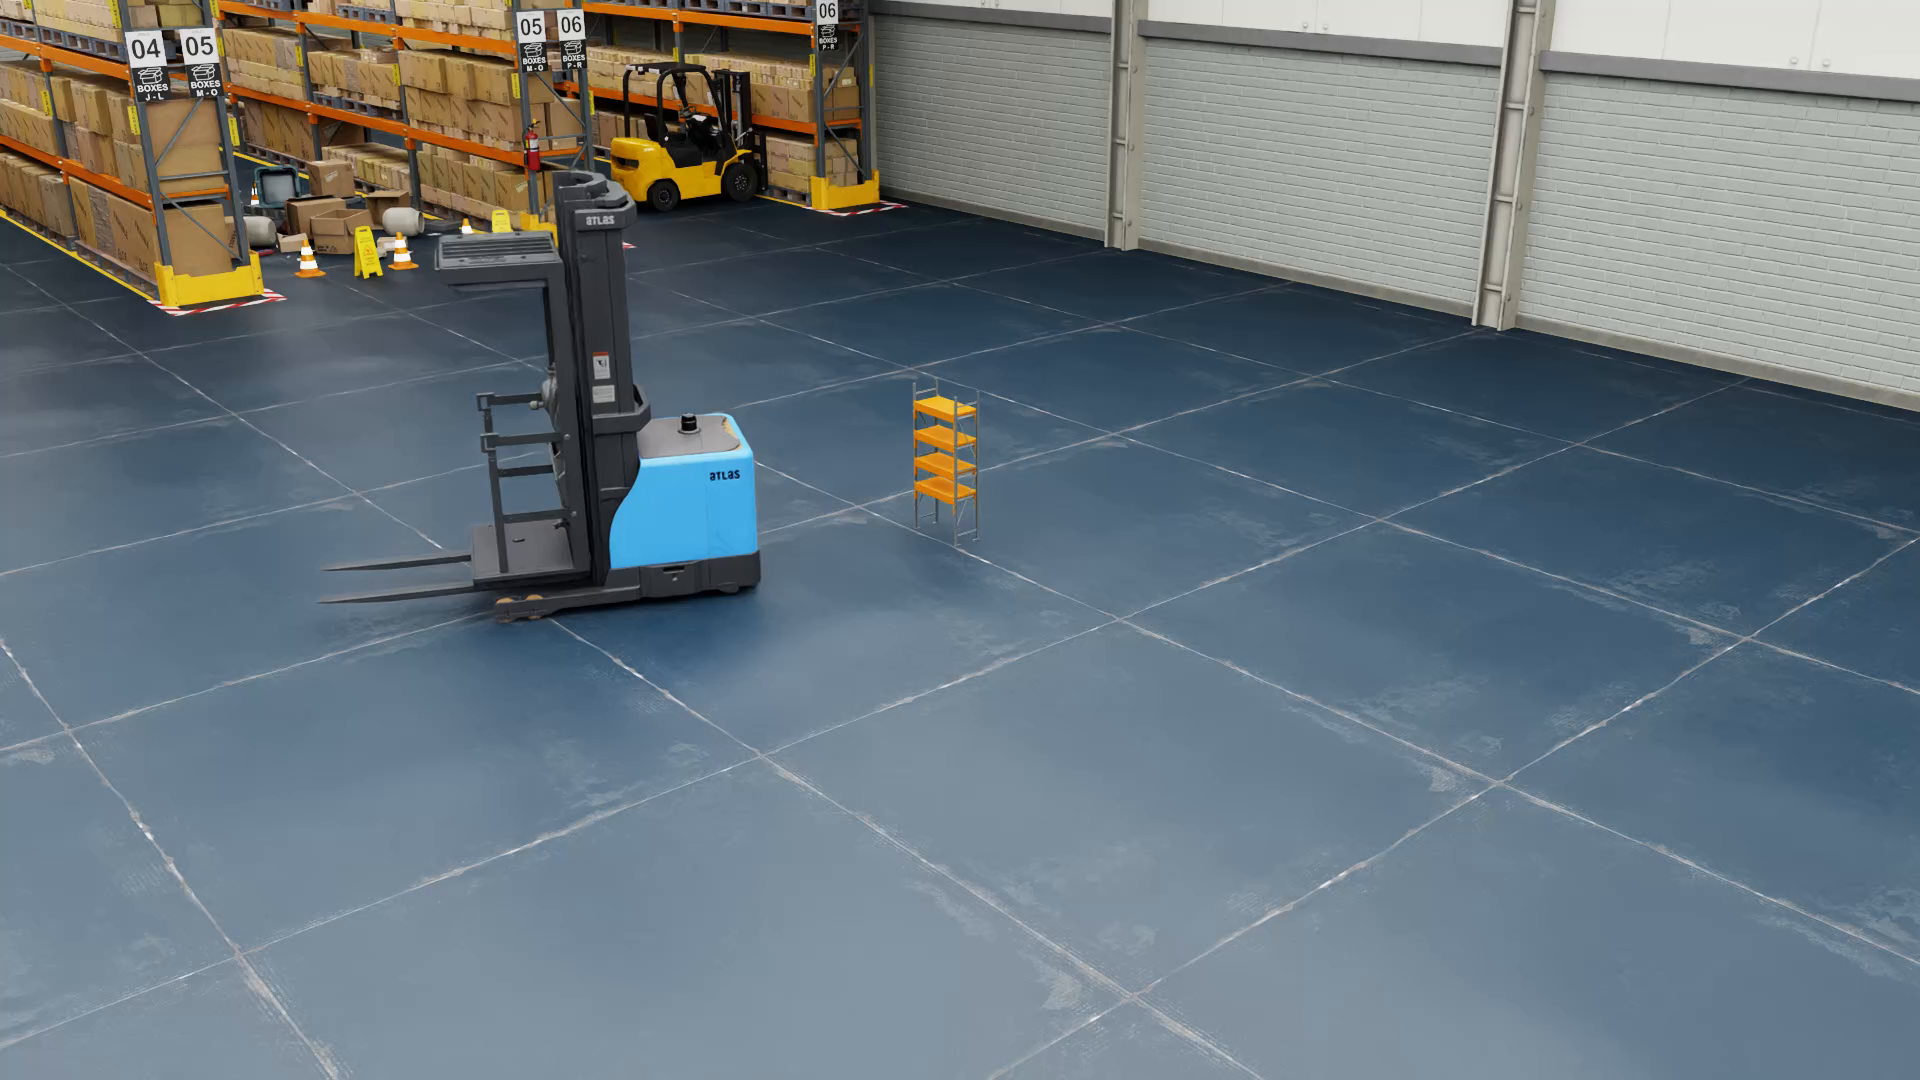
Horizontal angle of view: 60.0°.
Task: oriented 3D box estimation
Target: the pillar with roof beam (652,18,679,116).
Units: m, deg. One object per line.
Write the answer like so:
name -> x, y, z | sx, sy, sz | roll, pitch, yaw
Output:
pillar with roof beam -> -8.801, -10.634, 27.794 | 9.100, 9.000, 0.400 | -17, 27, -37

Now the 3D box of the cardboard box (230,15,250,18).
cardboard box -> -13.830, -10.024, 32.066 | 0.380, 0.149, 0.250 | -18, 28, -38

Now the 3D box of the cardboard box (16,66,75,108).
cardboard box -> -13.228, -6.586, 24.177 | 0.700, 0.500, 0.500 | -18, 28, -38

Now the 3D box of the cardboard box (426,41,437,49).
cardboard box -> -11.191, -10.685, 35.950 | 0.500, 0.250, 0.500 | -18, 28, -39

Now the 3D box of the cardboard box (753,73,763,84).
cardboard box -> -3.146, -7.527, 27.061 | 0.380, 0.149, 0.250 | -17, 27, -37

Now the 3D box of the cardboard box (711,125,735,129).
cardboard box -> -4.058, -6.934, 28.399 | 0.500, 0.250, 0.500 | -17, 27, -37

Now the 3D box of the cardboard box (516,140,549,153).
cardboard box -> -6.015, -5.553, 23.393 | 0.380, 0.149, 0.250 | -16, 27, -36

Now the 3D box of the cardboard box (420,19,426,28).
cardboard box -> -7.829, -7.730, 24.839 | 0.380, 0.149, 0.250 | -17, 27, -37

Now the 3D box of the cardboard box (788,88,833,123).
cardboard box -> -2.372, -6.920, 26.403 | 0.500, 0.500, 0.500 | -18, 28, -39

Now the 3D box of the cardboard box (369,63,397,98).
cardboard box -> -9.020, -7.313, 26.422 | 0.500, 0.500, 0.500 | -17, 27, -37

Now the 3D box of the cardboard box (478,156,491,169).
cardboard box -> -6.782, -5.499, 24.188 | 0.380, 0.149, 0.250 | -17, 27, -37

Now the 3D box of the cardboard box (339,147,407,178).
cardboard box -> -9.982, -6.439, 28.339 | 0.950, 0.372, 0.625 | -18, 28, -38

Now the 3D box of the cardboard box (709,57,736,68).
cardboard box -> -3.976, -8.019, 27.911 | 0.380, 0.149, 0.250 | -17, 27, -36

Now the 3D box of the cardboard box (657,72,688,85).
cardboard box -> -4.977, -8.143, 29.182 | 0.500, 0.250, 0.500 | -18, 28, -39

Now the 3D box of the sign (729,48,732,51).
sign -> -4.043, -8.478, 29.221 | 0.100, 0.325, 0.005 | -17, 27, -37

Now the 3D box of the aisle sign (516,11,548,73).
aisle sign -> -5.789, -6.742, 22.520 | 0.394, 0.787, 0.004 | -17, 27, -37

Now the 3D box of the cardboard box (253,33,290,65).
cardboard box -> -12.352, -8.841, 29.935 | 0.500, 0.500, 0.500 | -18, 28, -38

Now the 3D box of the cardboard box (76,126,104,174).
cardboard box -> -11.015, -5.163, 21.848 | 0.875, 0.550, 0.550 | -17, 27, -37

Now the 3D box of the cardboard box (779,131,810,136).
cardboard box -> -2.669, -6.637, 27.639 | 0.500, 0.250, 0.500 | -18, 27, -38

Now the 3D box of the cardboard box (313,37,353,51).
cardboard box -> -10.968, -8.535, 29.153 | 0.500, 0.500, 0.500 | -19, 28, -39

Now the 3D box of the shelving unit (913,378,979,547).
shelving unit -> -0.108, -0.604, 12.882 | 0.258, 1.200, 0.503 | -17, 27, -37

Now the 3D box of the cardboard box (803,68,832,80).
cardboard box -> -2.245, -7.336, 26.167 | 0.380, 0.149, 0.250 | -17, 27, -37

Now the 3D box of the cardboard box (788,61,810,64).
cardboard box -> -2.578, -7.720, 27.146 | 0.380, 0.149, 0.250 | -16, 27, -36

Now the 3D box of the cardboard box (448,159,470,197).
cardboard box -> -7.344, -5.471, 25.006 | 0.500, 0.500, 0.500 | -16, 26, -35

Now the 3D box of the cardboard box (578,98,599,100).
cardboard box -> -7.331, -8.642, 32.898 | 0.380, 0.149, 0.250 | -16, 27, -36

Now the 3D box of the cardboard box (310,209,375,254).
cardboard box -> -8.674, -4.338, 23.369 | 0.637, 0.503, 0.797 | 3, 22, 9

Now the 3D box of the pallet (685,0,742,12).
pallet -> -3.886, -9.031, 27.938 | 1.003, 0.211, 1.213 | -17, 27, -37

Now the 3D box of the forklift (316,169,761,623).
forklift -> -3.017, -1.007, 11.537 | 3.031, 2.935, 1.130 | -6, 22, -15

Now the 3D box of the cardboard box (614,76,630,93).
cardboard box -> -5.966, -8.335, 30.358 | 0.500, 0.250, 0.500 | -16, 27, -36

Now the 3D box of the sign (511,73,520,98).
sign -> -6.043, -6.177, 22.622 | 0.100, 0.325, 0.005 | -17, 27, -37

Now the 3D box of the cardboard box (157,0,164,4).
cardboard box -> -9.433, -6.542, 19.999 | 0.380, 0.149, 0.250 | -17, 27, -37

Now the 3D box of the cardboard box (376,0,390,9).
cardboard box -> -8.711, -8.372, 25.763 | 0.500, 0.250, 0.500 | -18, 28, -38

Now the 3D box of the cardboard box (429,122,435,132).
cardboard box -> -7.857, -6.319, 25.348 | 0.380, 0.149, 0.250 | -18, 27, -38

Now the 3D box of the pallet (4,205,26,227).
pallet -> -14.058, -5.087, 25.684 | 1.003, 0.211, 1.213 | -17, 27, -37

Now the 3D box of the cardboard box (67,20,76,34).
cardboard box -> -10.931, -6.437, 20.823 | 0.380, 0.149, 0.250 | -17, 27, -37

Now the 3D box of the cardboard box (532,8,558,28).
cardboard box -> -5.736, -7.285, 23.156 | 0.500, 0.250, 0.500 | -18, 28, -38

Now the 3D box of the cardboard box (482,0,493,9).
cardboard box -> -6.373, -7.438, 23.000 | 0.380, 0.149, 0.250 | -18, 28, -38

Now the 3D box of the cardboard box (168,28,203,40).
cardboard box -> -9.274, -6.104, 19.975 | 0.380, 0.149, 0.250 | -17, 27, -37

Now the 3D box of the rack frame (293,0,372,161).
rack frame -> -10.831, -7.828, 28.857 | 1.000, 3.000, 0.127 | -17, 27, -37

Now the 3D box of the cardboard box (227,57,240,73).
cardboard box -> -13.369, -8.907, 31.133 | 0.500, 0.250, 0.500 | -18, 28, -39

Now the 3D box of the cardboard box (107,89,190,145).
cardboard box -> -9.935, -5.226, 20.527 | 0.875, 0.550, 0.550 | -17, 27, -37

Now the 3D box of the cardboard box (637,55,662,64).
cardboard box -> -5.551, -8.571, 29.728 | 0.380, 0.149, 0.250 | -18, 28, -39

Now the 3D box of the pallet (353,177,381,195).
pallet -> -9.530, -5.976, 27.953 | 1.003, 0.211, 1.213 | -17, 27, -37

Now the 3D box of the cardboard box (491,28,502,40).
cardboard box -> -6.241, -6.990, 22.950 | 0.380, 0.149, 0.250 | -17, 27, -37

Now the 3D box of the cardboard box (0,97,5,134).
cardboard box -> -14.427, -6.480, 25.278 | 0.500, 0.500, 0.500 | -17, 27, -37

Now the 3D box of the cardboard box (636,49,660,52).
cardboard box -> -5.779, -8.995, 30.809 | 0.380, 0.149, 0.250 | -18, 28, -38

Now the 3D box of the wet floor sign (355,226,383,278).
wet floor sign -> -7.774, -3.778, 21.746 | 0.232, 0.644, 0.267 | 17, 27, 36

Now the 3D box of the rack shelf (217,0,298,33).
rack shelf -> -12.137, -9.442, 29.852 | 1.077, 0.370, 4.000 | -17, 27, -37

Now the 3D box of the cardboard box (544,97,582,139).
cardboard box -> -5.708, -6.000, 23.644 | 0.500, 0.500, 0.500 | -18, 28, -38

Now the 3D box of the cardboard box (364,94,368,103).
cardboard box -> -9.420, -7.163, 26.928 | 0.380, 0.149, 0.250 | -17, 27, -37

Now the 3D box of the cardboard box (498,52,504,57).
cardboard box -> -9.068, -9.773, 33.433 | 0.396, 0.266, 0.258 | -16, 26, -35

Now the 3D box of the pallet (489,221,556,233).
pallet -> -6.162, -4.573, 24.370 | 1.003, 0.211, 1.213 | -17, 27, -37
